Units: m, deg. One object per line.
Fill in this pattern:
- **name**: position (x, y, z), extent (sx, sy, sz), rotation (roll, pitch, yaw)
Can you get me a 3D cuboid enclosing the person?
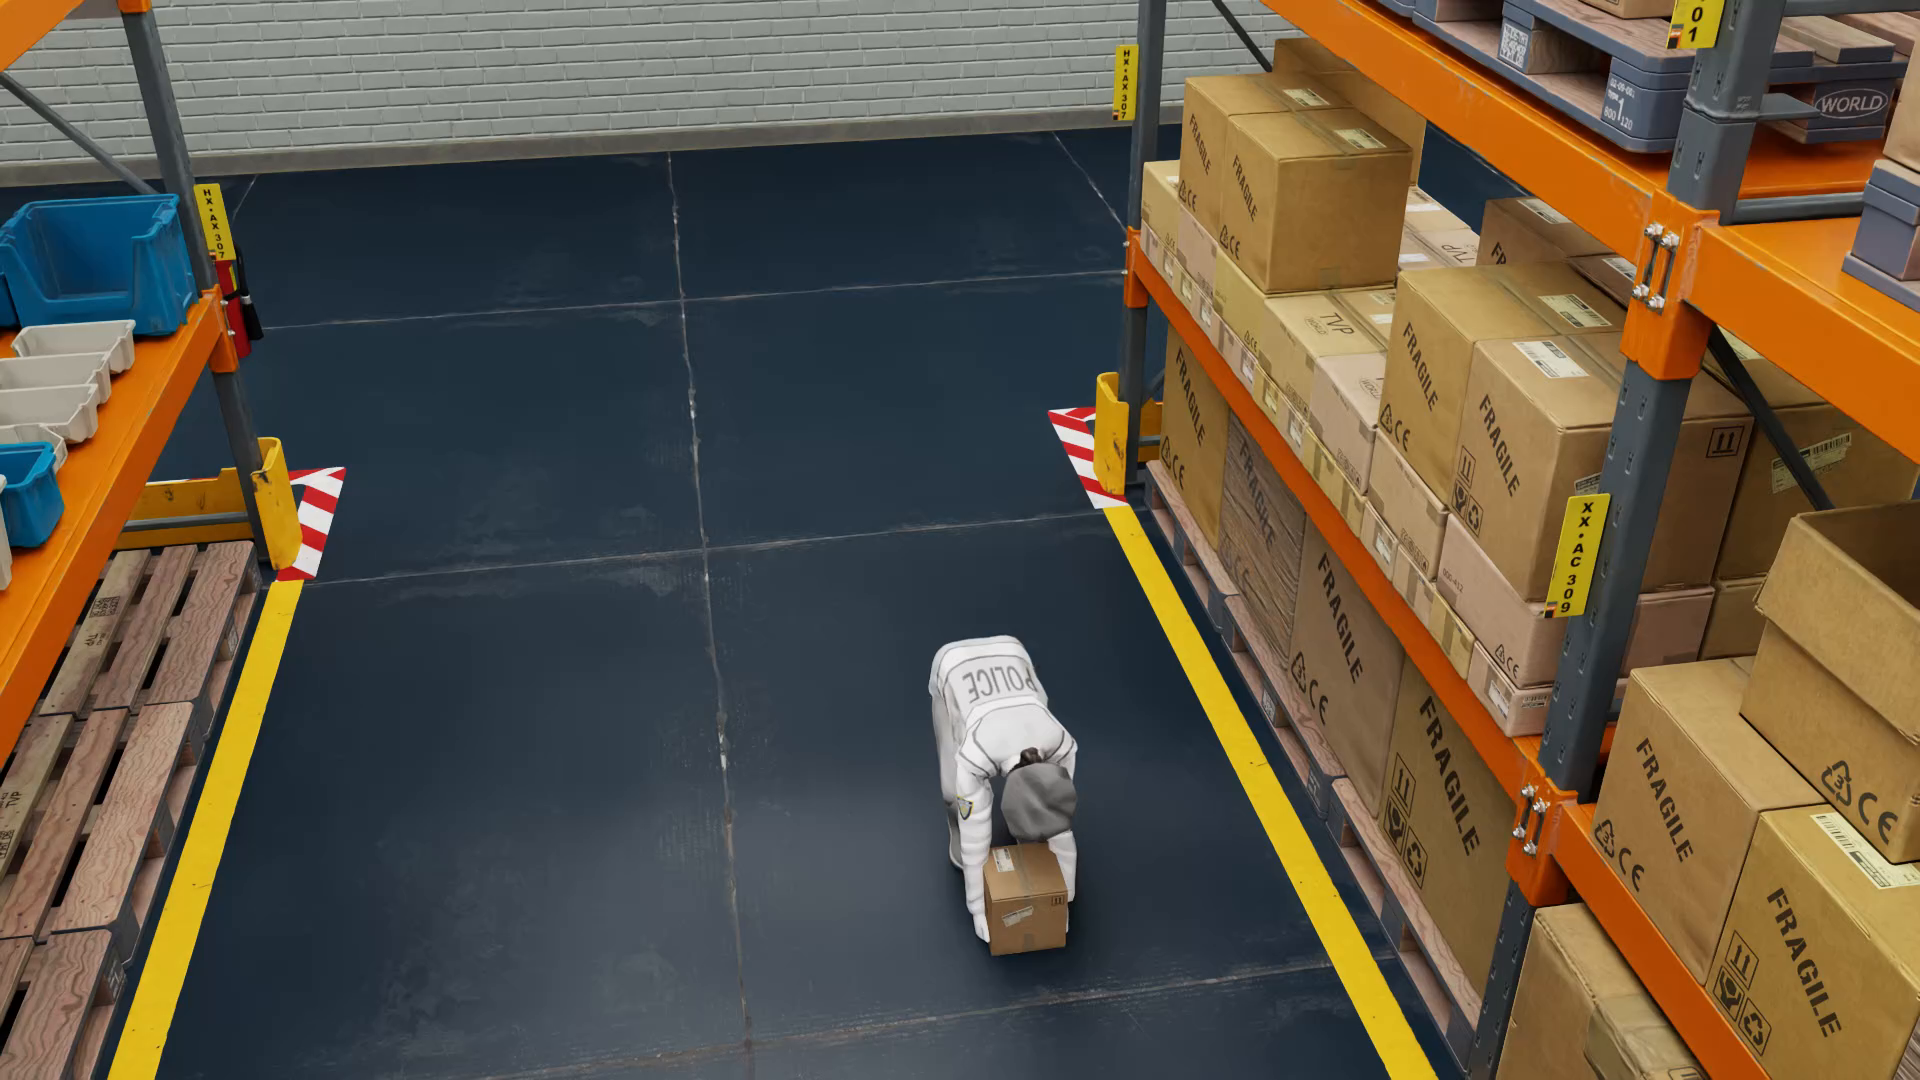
- **person**: position (0.156, 0.821, 5.647), extent (0.456, 0.783, 0.910), rotation (-6, 31, -10)
